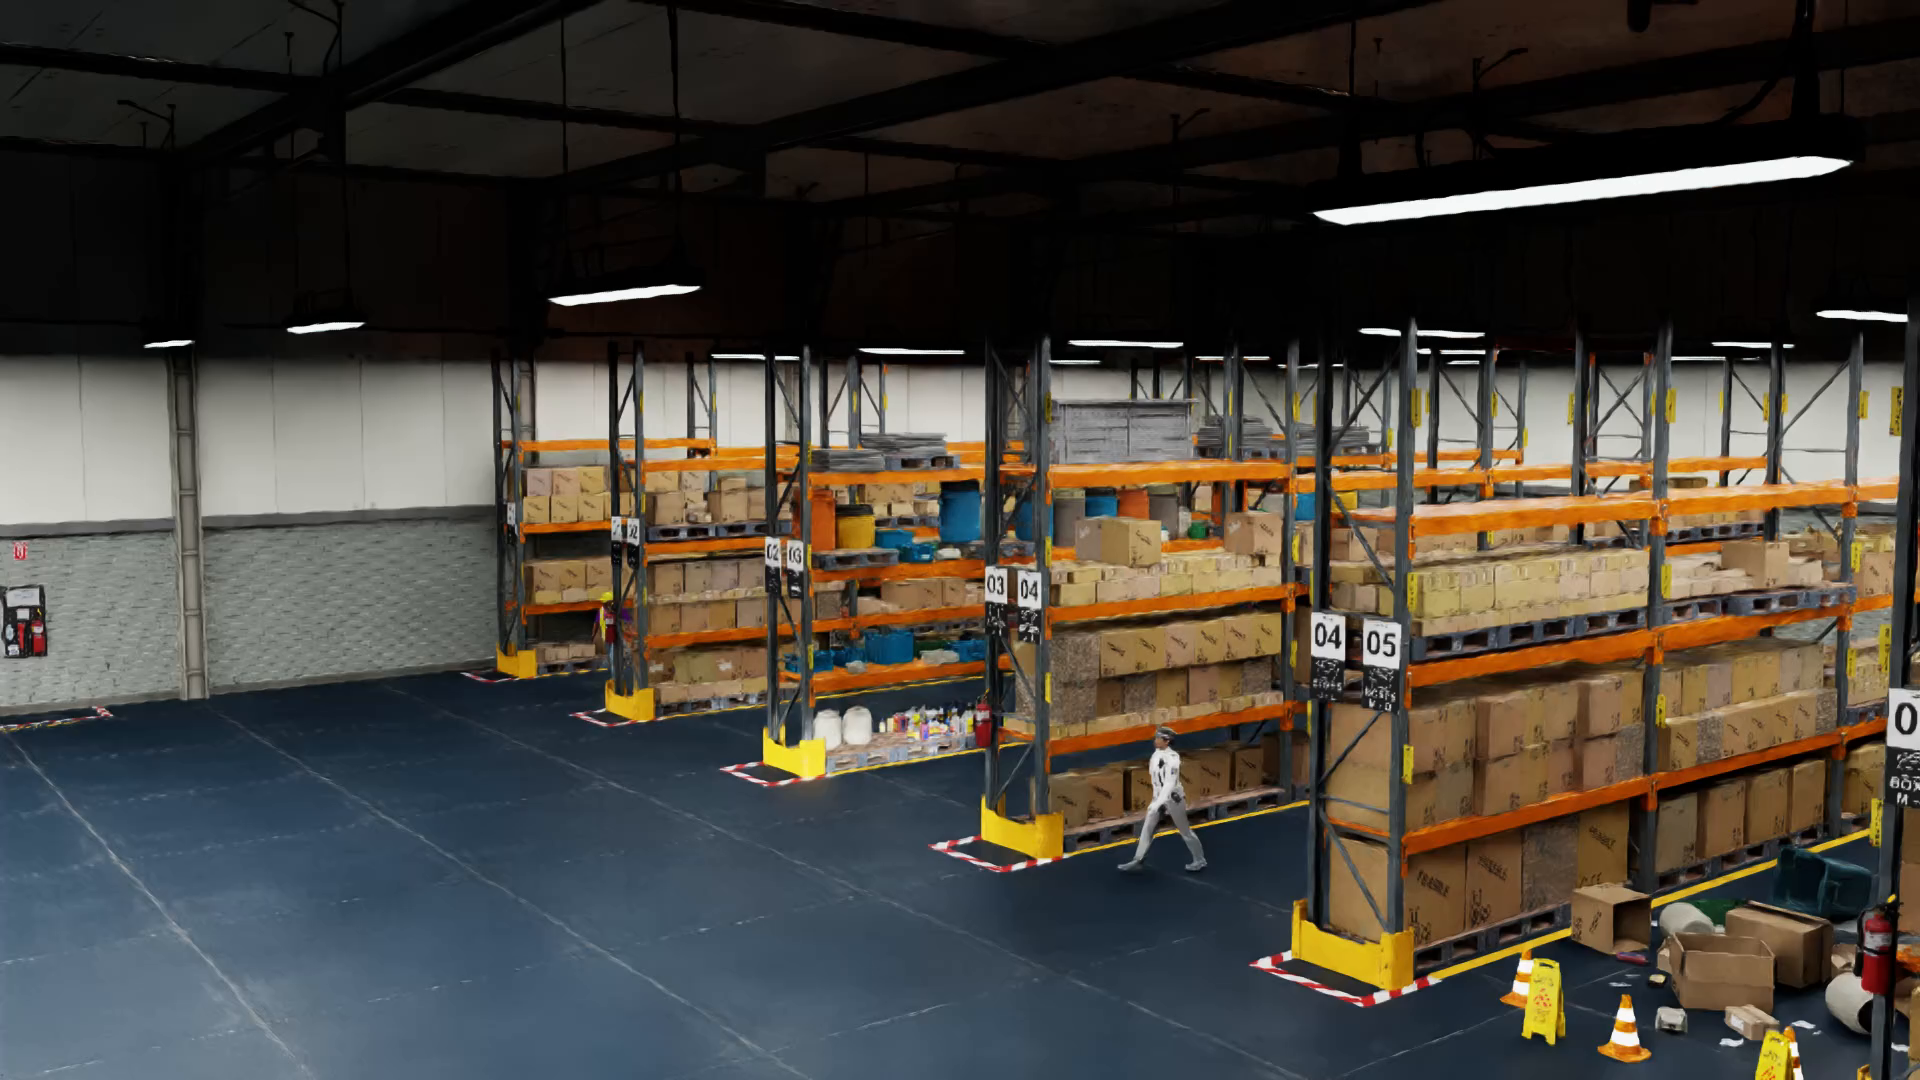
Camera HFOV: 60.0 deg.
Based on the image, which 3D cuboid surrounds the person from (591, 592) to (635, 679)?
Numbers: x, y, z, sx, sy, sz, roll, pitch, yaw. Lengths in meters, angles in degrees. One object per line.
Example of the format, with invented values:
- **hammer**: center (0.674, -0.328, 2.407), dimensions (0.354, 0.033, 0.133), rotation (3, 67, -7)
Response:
- **person**: center (-6.085, 1.744, 29.176), dimensions (0.706, 1.707, 0.765), rotation (3, 6, 31)

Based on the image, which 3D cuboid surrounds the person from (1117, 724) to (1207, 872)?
- **person**: center (2.202, 2.771, 17.851), dimensions (0.991, 1.619, 0.483), rotation (-3, 6, -27)
